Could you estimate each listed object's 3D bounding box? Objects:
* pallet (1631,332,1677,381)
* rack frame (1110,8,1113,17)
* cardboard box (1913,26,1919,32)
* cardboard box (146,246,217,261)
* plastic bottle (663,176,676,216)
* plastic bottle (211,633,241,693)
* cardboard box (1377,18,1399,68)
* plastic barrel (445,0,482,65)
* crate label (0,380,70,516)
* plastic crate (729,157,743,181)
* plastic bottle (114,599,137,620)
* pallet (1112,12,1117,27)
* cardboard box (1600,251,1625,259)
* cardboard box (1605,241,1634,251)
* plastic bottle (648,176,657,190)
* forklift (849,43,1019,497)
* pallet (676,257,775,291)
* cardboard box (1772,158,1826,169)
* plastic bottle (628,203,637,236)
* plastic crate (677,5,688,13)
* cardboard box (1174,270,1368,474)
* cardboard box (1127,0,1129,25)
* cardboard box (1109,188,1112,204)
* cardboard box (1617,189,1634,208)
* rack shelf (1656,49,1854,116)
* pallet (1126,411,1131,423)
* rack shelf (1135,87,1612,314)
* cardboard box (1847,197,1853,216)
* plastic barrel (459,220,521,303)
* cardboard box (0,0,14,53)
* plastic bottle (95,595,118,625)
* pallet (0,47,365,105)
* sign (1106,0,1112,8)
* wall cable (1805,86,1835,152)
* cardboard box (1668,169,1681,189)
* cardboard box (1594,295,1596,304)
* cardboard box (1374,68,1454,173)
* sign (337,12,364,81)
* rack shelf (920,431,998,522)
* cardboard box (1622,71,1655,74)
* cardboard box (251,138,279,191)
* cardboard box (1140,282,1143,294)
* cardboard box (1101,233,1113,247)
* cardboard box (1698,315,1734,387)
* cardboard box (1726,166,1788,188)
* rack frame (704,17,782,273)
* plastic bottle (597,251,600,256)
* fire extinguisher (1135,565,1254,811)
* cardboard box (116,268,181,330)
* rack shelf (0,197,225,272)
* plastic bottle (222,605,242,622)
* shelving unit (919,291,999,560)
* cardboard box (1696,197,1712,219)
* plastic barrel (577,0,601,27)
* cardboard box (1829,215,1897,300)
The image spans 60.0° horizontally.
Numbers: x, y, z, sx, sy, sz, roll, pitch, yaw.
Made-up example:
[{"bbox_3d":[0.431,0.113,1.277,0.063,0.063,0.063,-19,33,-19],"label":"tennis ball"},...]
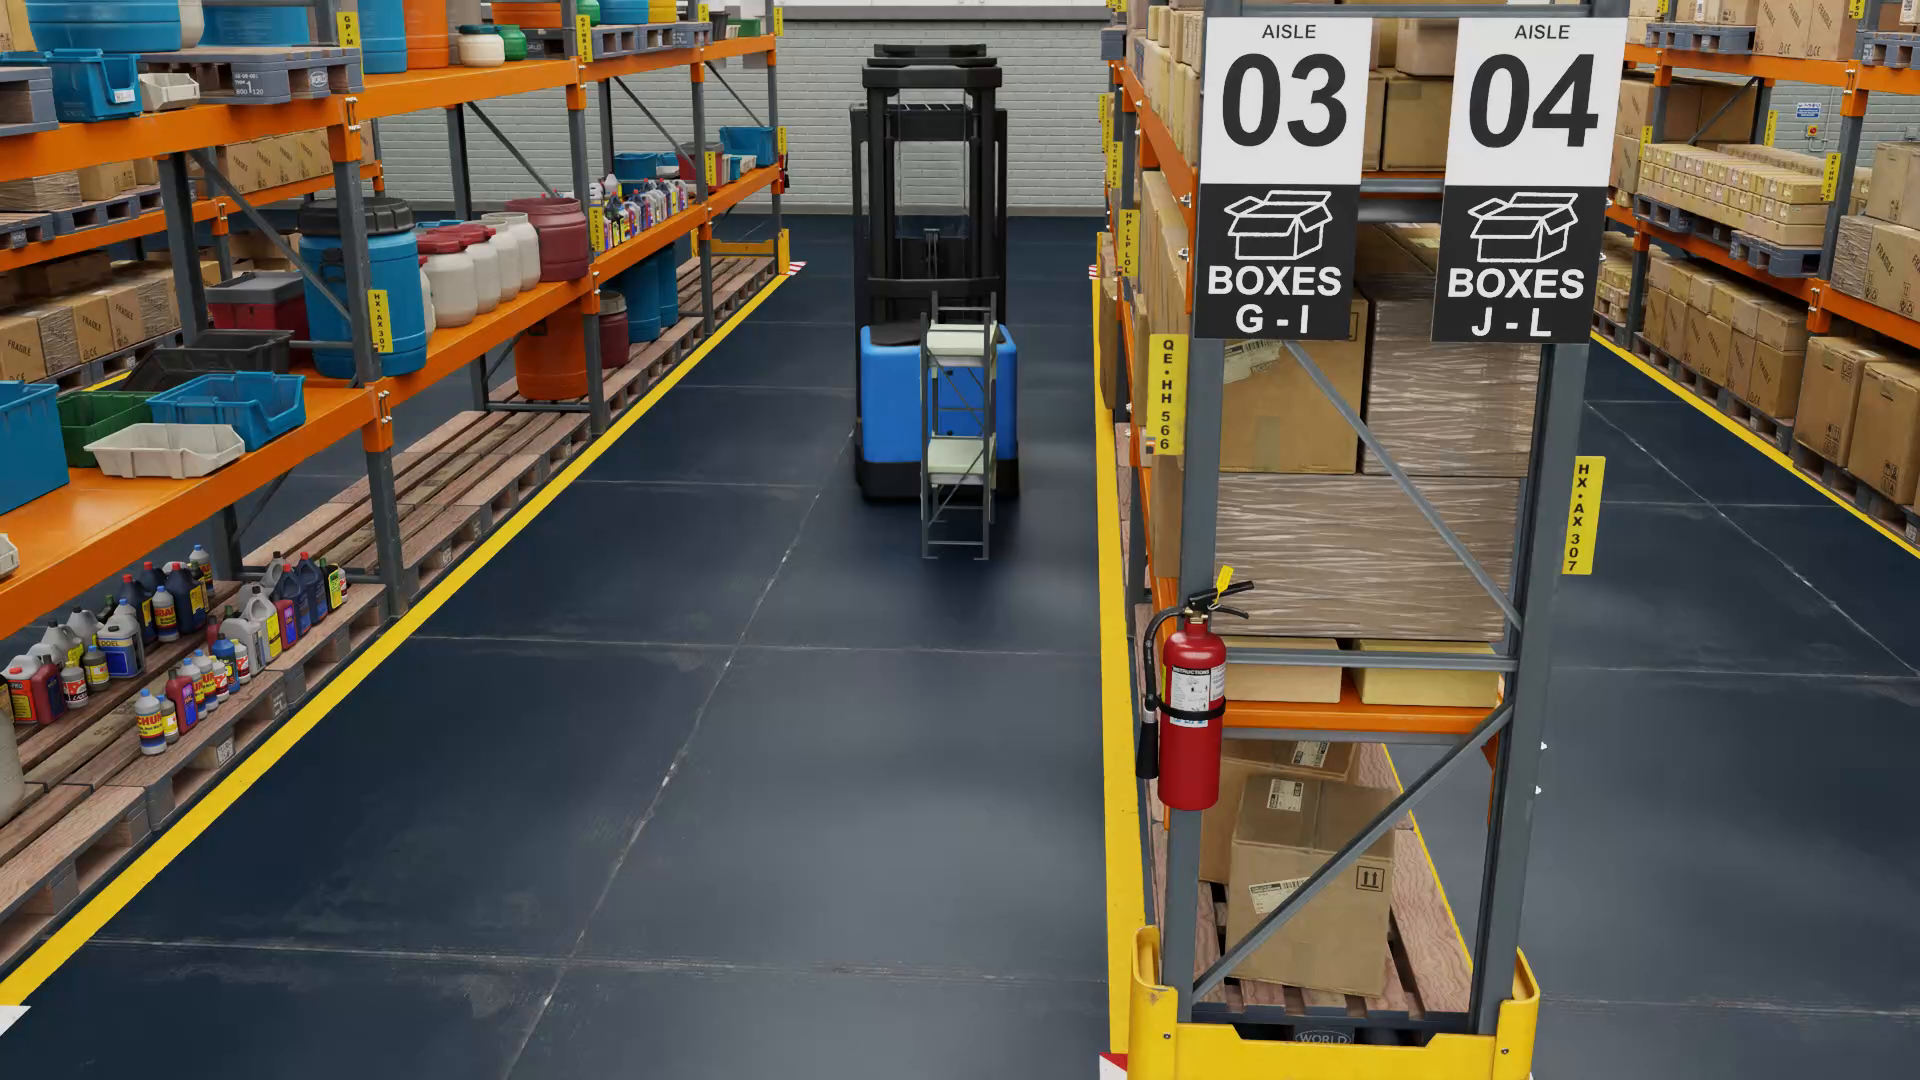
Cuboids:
[{"bbox_3d":[6.846,-1.683,15.219,1.003,0.211,1.213,1,18,4],"label":"pallet"},{"bbox_3d":[2.247,-7.485,18.814,1.000,3.000,0.127,1,18,4],"label":"rack frame"},{"bbox_3d":[6.920,-3.652,11.772,0.500,0.500,0.500,1,18,4],"label":"cardboard box"},{"bbox_3d":[-8.162,-2.819,17.515,0.500,0.500,0.500,1,18,4],"label":"cardboard box"},{"bbox_3d":[-2.719,-3.186,15.408,0.144,0.351,0.185,1,18,4],"label":"plastic bottle"},{"bbox_3d":[-3.353,0.555,7.586,0.097,0.271,0.097,0,18,0],"label":"plastic bottle"},{"bbox_3d":[1.361,-1.448,4.809,0.380,0.149,0.250,1,18,3],"label":"cardboard box"},{"bbox_3d":[-3.542,-3.673,11.194,0.600,0.901,0.600,0,18,0],"label":"plastic barrel"},{"bbox_3d":[-3.978,-0.370,6.678,0.502,0.435,0.616,1,18,4],"label":"crate label"},{"bbox_3d":[-2.584,-4.050,18.138,0.416,0.233,0.300,1,18,4],"label":"plastic crate"},{"bbox_3d":[-4.012,0.416,8.010,0.097,0.271,0.097,0,18,0],"label":"plastic bottle"},{"bbox_3d":[2.205,-5.787,18.591,1.003,0.211,1.213,1,18,4],"label":"pallet"},{"bbox_3d":[6.814,-2.975,17.633,0.380,0.149,0.250,1,18,4],"label":"cardboard box"},{"bbox_3d":[7.353,-3.210,18.352,0.380,0.149,0.250,1,18,2],"label":"cardboard box"},{"bbox_3d":[-2.863,-3.189,15.418,0.144,0.351,0.185,1,18,4],"label":"plastic bottle"},{"bbox_3d":[-0.234,-2.087,12.085,1.130,2.935,3.031,-1,18,-4],"label":"forklift"},{"bbox_3d":[-2.791,-3.164,19.741,1.003,0.211,1.213,1,18,4],"label":"pallet"},{"bbox_3d":[6.972,-3.079,13.775,0.380,0.149,0.250,0,18,1],"label":"cardboard box"},{"bbox_3d":[-2.794,-2.720,14.114,0.097,0.271,0.097,0,18,0],"label":"plastic bottle"},{"bbox_3d":[-3.076,-5.672,18.199,0.504,0.338,0.767,1,18,4],"label":"plastic crate"},{"bbox_3d":[0.893,-0.505,4.903,0.500,0.500,0.500,1,18,4],"label":"cardboard box"},{"bbox_3d":[1.384,-3.720,11.177,0.500,0.500,0.500,1,18,4],"label":"cardboard box"},{"bbox_3d":[1.656,-3.374,16.307,0.380,0.149,0.250,1,18,4],"label":"cardboard box"},{"bbox_3d":[6.597,-3.307,16.101,0.380,0.149,0.250,1,18,2],"label":"cardboard box"},{"bbox_3d":[6.757,-3.712,13.272,1.077,0.370,4.000,1,18,4],"label":"rack shelf"},{"bbox_3d":[1.806,-1.068,13.342,1.003,0.211,1.213,1,18,4],"label":"pallet"},{"bbox_3d":[1.244,-1.370,6.123,1.077,0.370,4.000,1,18,4],"label":"rack shelf"},{"bbox_3d":[6.882,-2.542,12.614,0.380,0.149,0.250,1,18,2],"label":"cardboard box"},{"bbox_3d":[-3.157,-1.858,11.097,0.421,0.512,0.421,0,18,0],"label":"plastic barrel"},{"bbox_3d":[-8.172,-4.139,13.261,0.910,0.500,0.500,1,18,4],"label":"cardboard box"},{"bbox_3d":[-4.092,0.414,7.997,0.061,0.283,0.133,2,18,6],"label":"plastic bottle"},{"bbox_3d":[-3.507,-2.127,7.583,1.213,0.211,1.003,1,18,4],"label":"pallet"},{"bbox_3d":[1.407,-5.112,15.433,0.100,0.325,0.005,1,18,4],"label":"sign"},{"bbox_3d":[12.513,-6.662,24.256,0.585,1.953,0.123,1,18,4],"label":"wall cable"},{"bbox_3d":[6.361,-3.118,14.372,0.380,0.149,0.250,1,18,2],"label":"cardboard box"},{"bbox_3d":[6.663,-2.545,17.278,0.380,0.149,0.250,1,18,4],"label":"cardboard box"},{"bbox_3d":[1.393,-1.163,4.578,0.500,0.250,0.500,2,18,6],"label":"cardboard box"},{"bbox_3d":[-3.005,-2.432,8.195,0.100,0.325,0.005,1,18,4],"label":"sign"},{"bbox_3d":[0.000,-0.401,10.285,0.431,0.370,0.720,1,18,4],"label":"rack shelf"},{"bbox_3d":[7.366,-4.851,18.166,0.500,0.500,0.500,1,18,2],"label":"cardboard box"},{"bbox_3d":[-7.578,-3.973,17.570,0.500,0.500,0.500,2,18,5],"label":"cardboard box"},{"bbox_3d":[1.293,-0.958,7.890,0.875,0.500,0.500,1,18,4],"label":"cardboard box"},{"bbox_3d":[1.935,-2.382,15.614,1.225,0.875,0.875,1,18,4],"label":"cardboard box"},{"bbox_3d":[6.463,-1.555,13.691,0.500,0.500,0.500,0,18,1],"label":"cardboard box"},{"bbox_3d":[6.269,-2.850,13.076,0.380,0.149,0.250,1,18,4],"label":"cardboard box"},{"bbox_3d":[-2.693,-4.745,20.086,1.000,3.000,0.127,1,18,4],"label":"rack frame"},{"bbox_3d":[-2.877,-2.361,13.019,0.097,0.271,0.097,0,18,0],"label":"plastic bottle"},{"bbox_3d":[0.633,0.397,4.518,0.296,0.674,0.183,1,18,4],"label":"fire extinguisher"},{"bbox_3d":[-7.713,-2.322,16.001,0.500,0.500,0.500,1,18,4],"label":"cardboard box"},{"bbox_3d":[-8.063,-2.651,14.852,1.077,0.370,4.000,1,18,4],"label":"rack shelf"},{"bbox_3d":[-3.453,0.436,7.931,0.061,0.283,0.133,1,18,4],"label":"plastic bottle"},{"bbox_3d":[0.000,-0.711,10.183,0.431,1.500,0.755,1,18,4],"label":"shelving unit"},{"bbox_3d":[6.304,-2.734,13.678,0.380,0.149,0.250,0,18,1],"label":"cardboard box"},{"bbox_3d":[-2.961,-4.135,12.983,0.294,0.245,0.294,0,18,0],"label":"plastic barrel"},{"bbox_3d":[6.312,-1.921,11.309,0.500,0.500,0.500,1,18,5],"label":"cardboard box"}]
